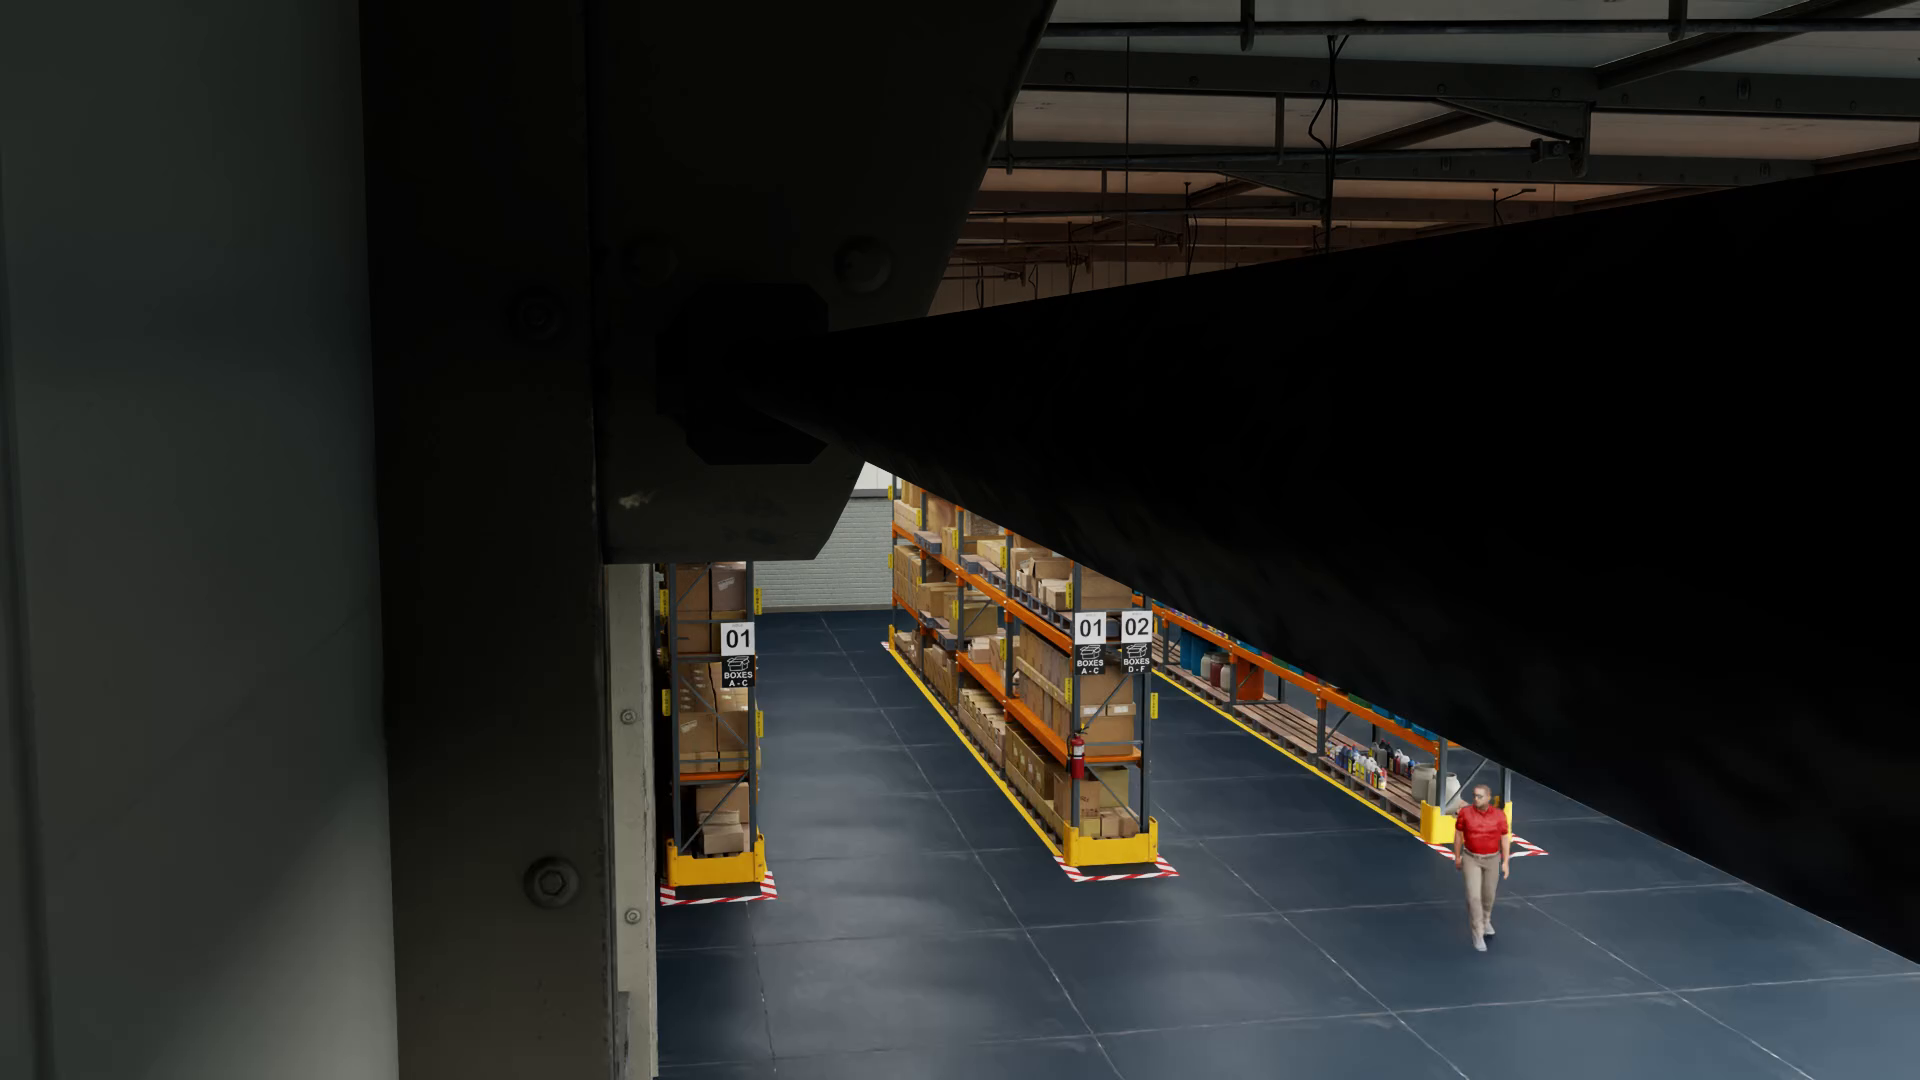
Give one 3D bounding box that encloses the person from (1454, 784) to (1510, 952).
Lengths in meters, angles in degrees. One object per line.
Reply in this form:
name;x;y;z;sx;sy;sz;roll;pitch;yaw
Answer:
person;5.692;3.547;18.125;0.564;1.776;0.766;1;6;9
